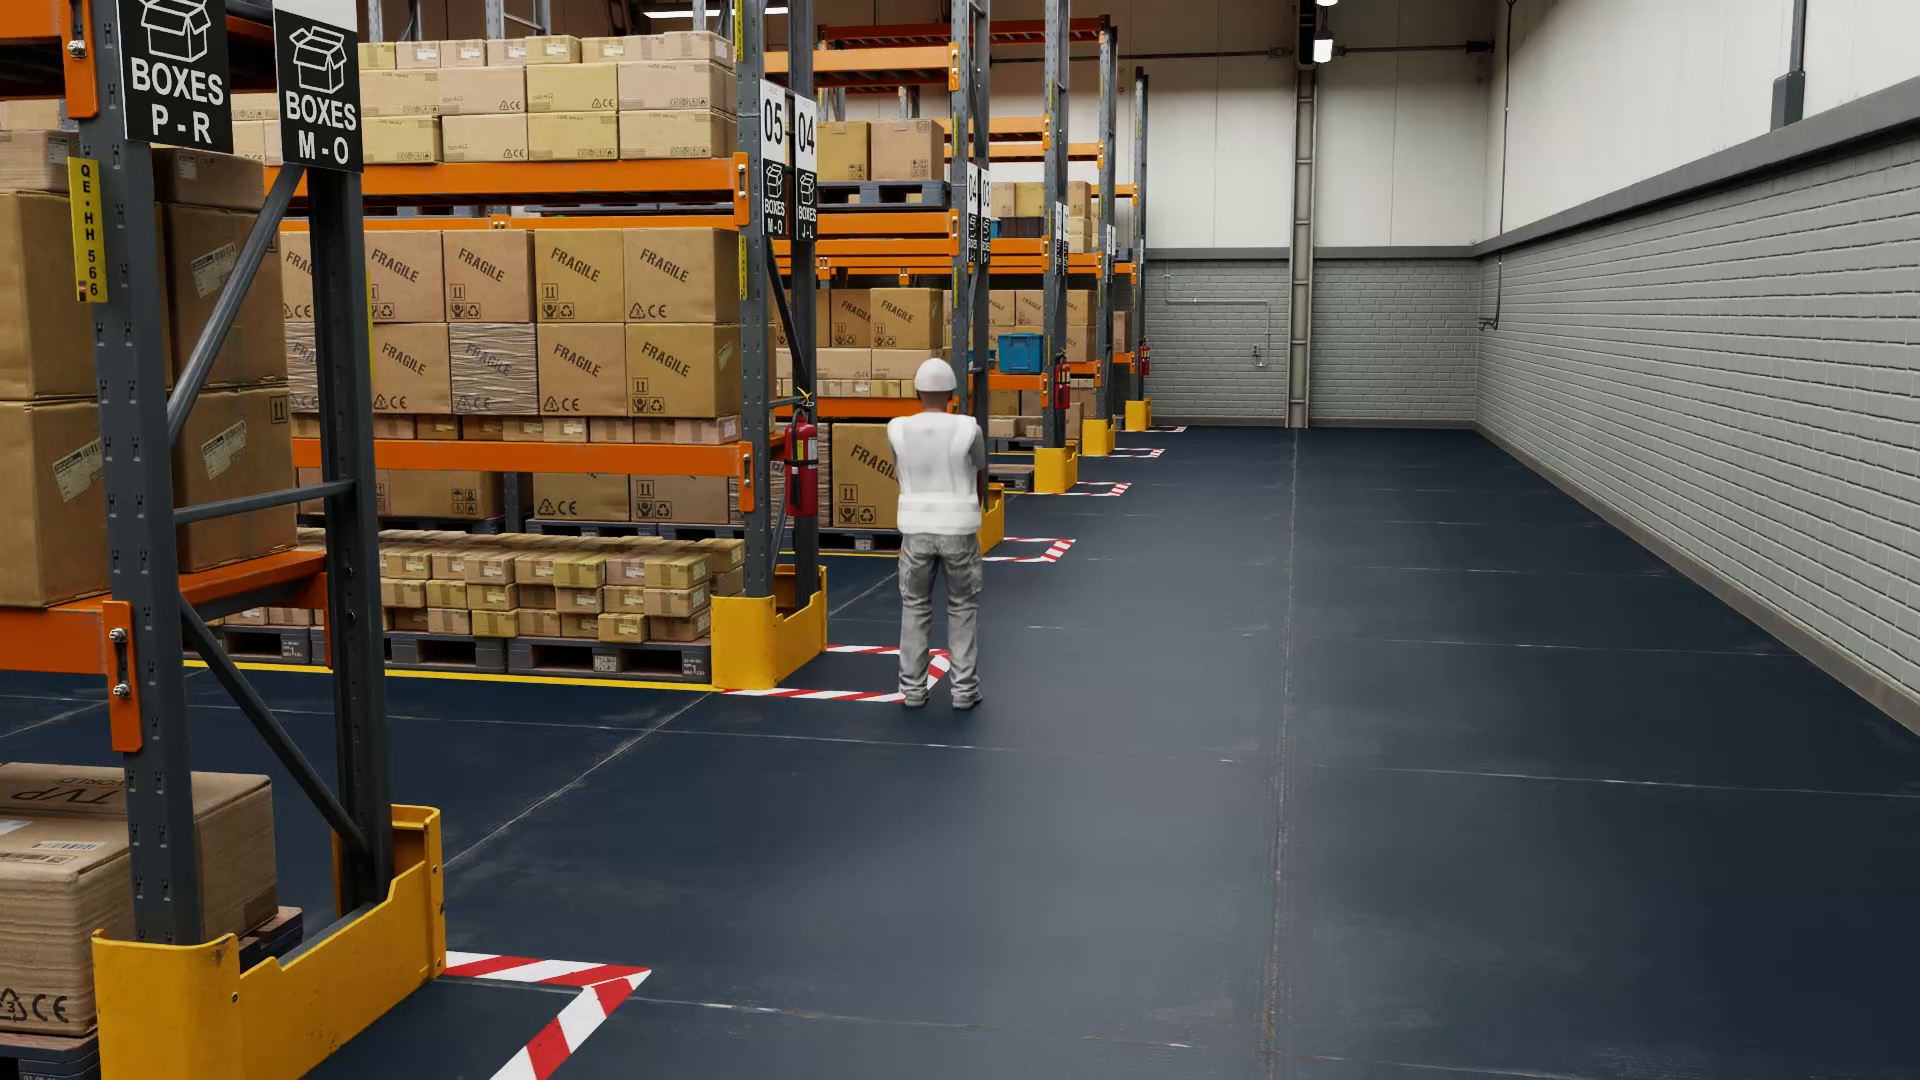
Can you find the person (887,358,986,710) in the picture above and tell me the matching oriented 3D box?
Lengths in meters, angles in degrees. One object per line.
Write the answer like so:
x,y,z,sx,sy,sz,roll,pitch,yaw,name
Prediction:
-0.100,-0.048,8.581,0.489,1.782,0.566,1,8,9,person
